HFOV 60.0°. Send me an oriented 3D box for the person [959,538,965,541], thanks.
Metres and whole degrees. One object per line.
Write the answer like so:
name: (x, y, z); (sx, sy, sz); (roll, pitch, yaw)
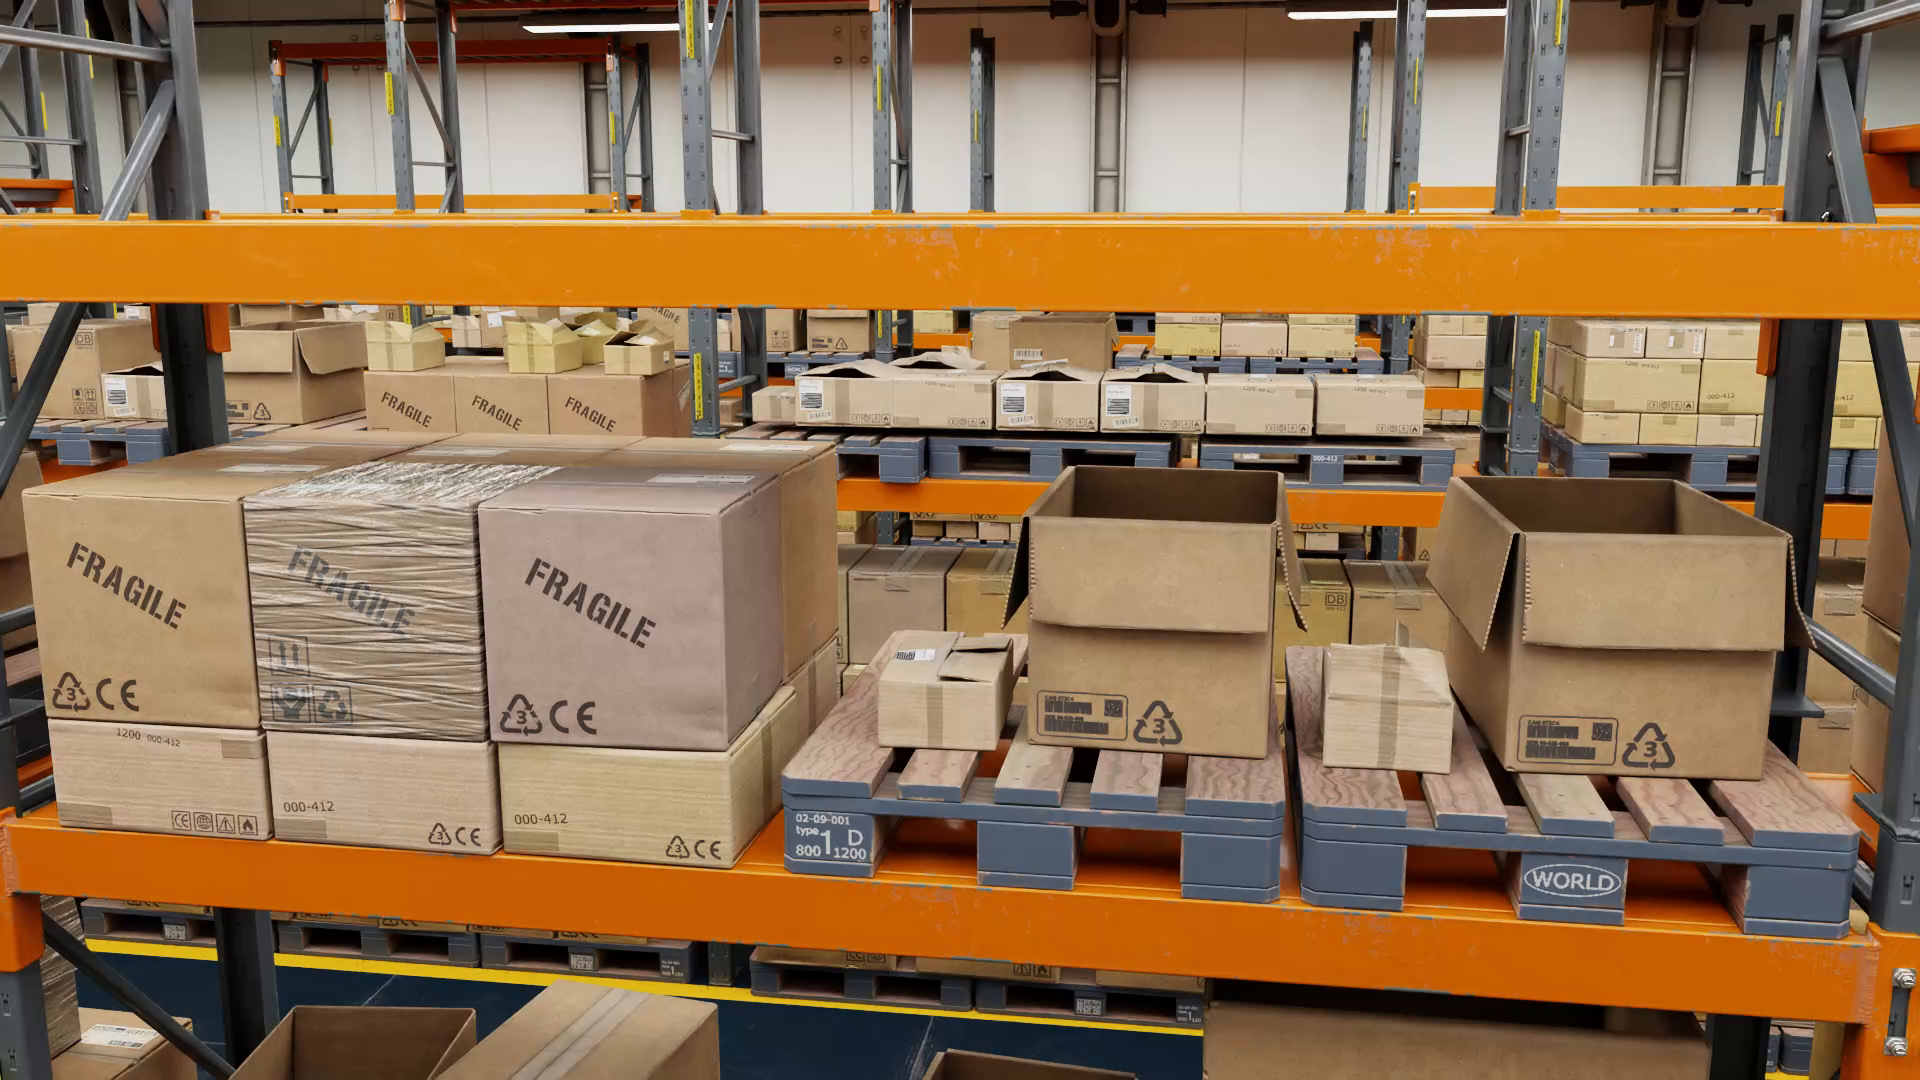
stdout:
person: (0.207, 0.105, 17.520); (0.920, 1.238, 0.416); (0, 11, 2)
